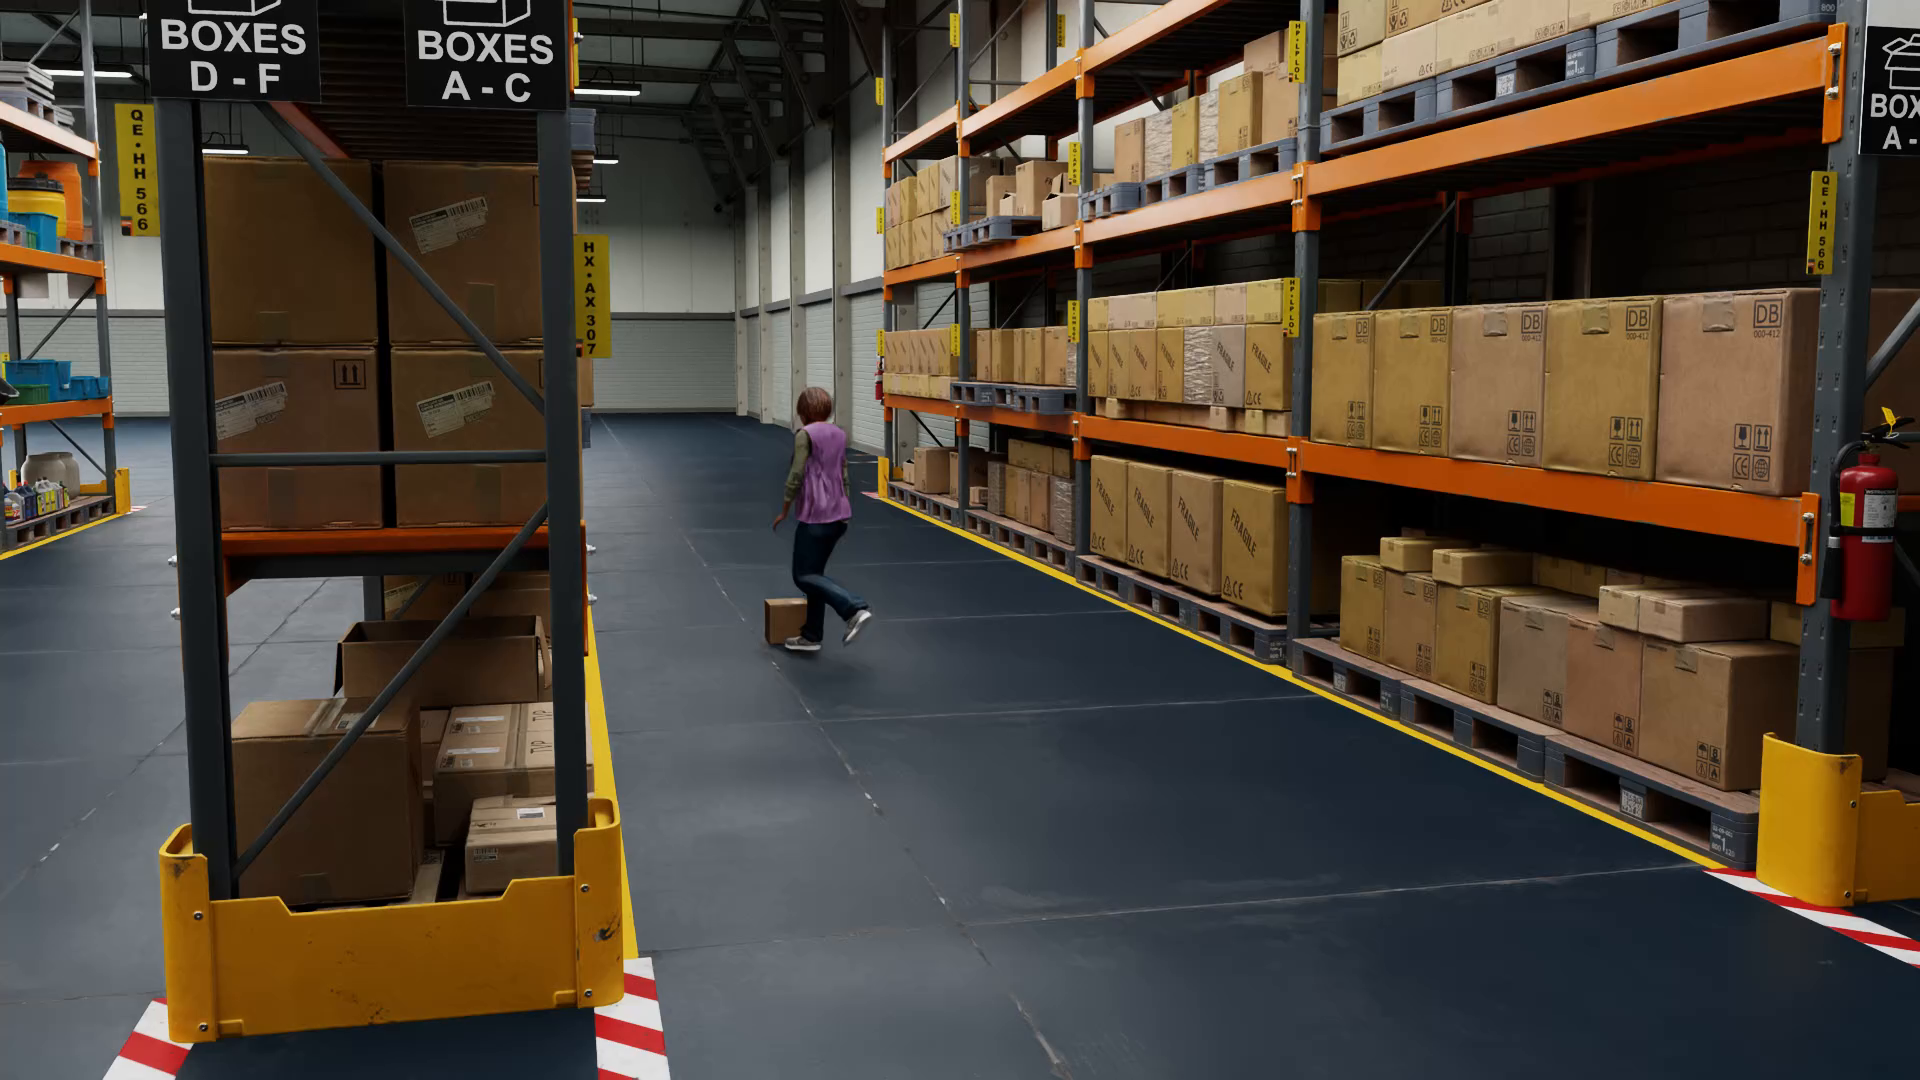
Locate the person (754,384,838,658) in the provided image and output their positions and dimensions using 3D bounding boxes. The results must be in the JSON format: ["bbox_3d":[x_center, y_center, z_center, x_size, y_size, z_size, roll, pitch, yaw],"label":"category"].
[{"bbox_3d":[-0.950,-0.086,9.843,0.480,1.639,0.363,-6,9,-42],"label":"person"}]
